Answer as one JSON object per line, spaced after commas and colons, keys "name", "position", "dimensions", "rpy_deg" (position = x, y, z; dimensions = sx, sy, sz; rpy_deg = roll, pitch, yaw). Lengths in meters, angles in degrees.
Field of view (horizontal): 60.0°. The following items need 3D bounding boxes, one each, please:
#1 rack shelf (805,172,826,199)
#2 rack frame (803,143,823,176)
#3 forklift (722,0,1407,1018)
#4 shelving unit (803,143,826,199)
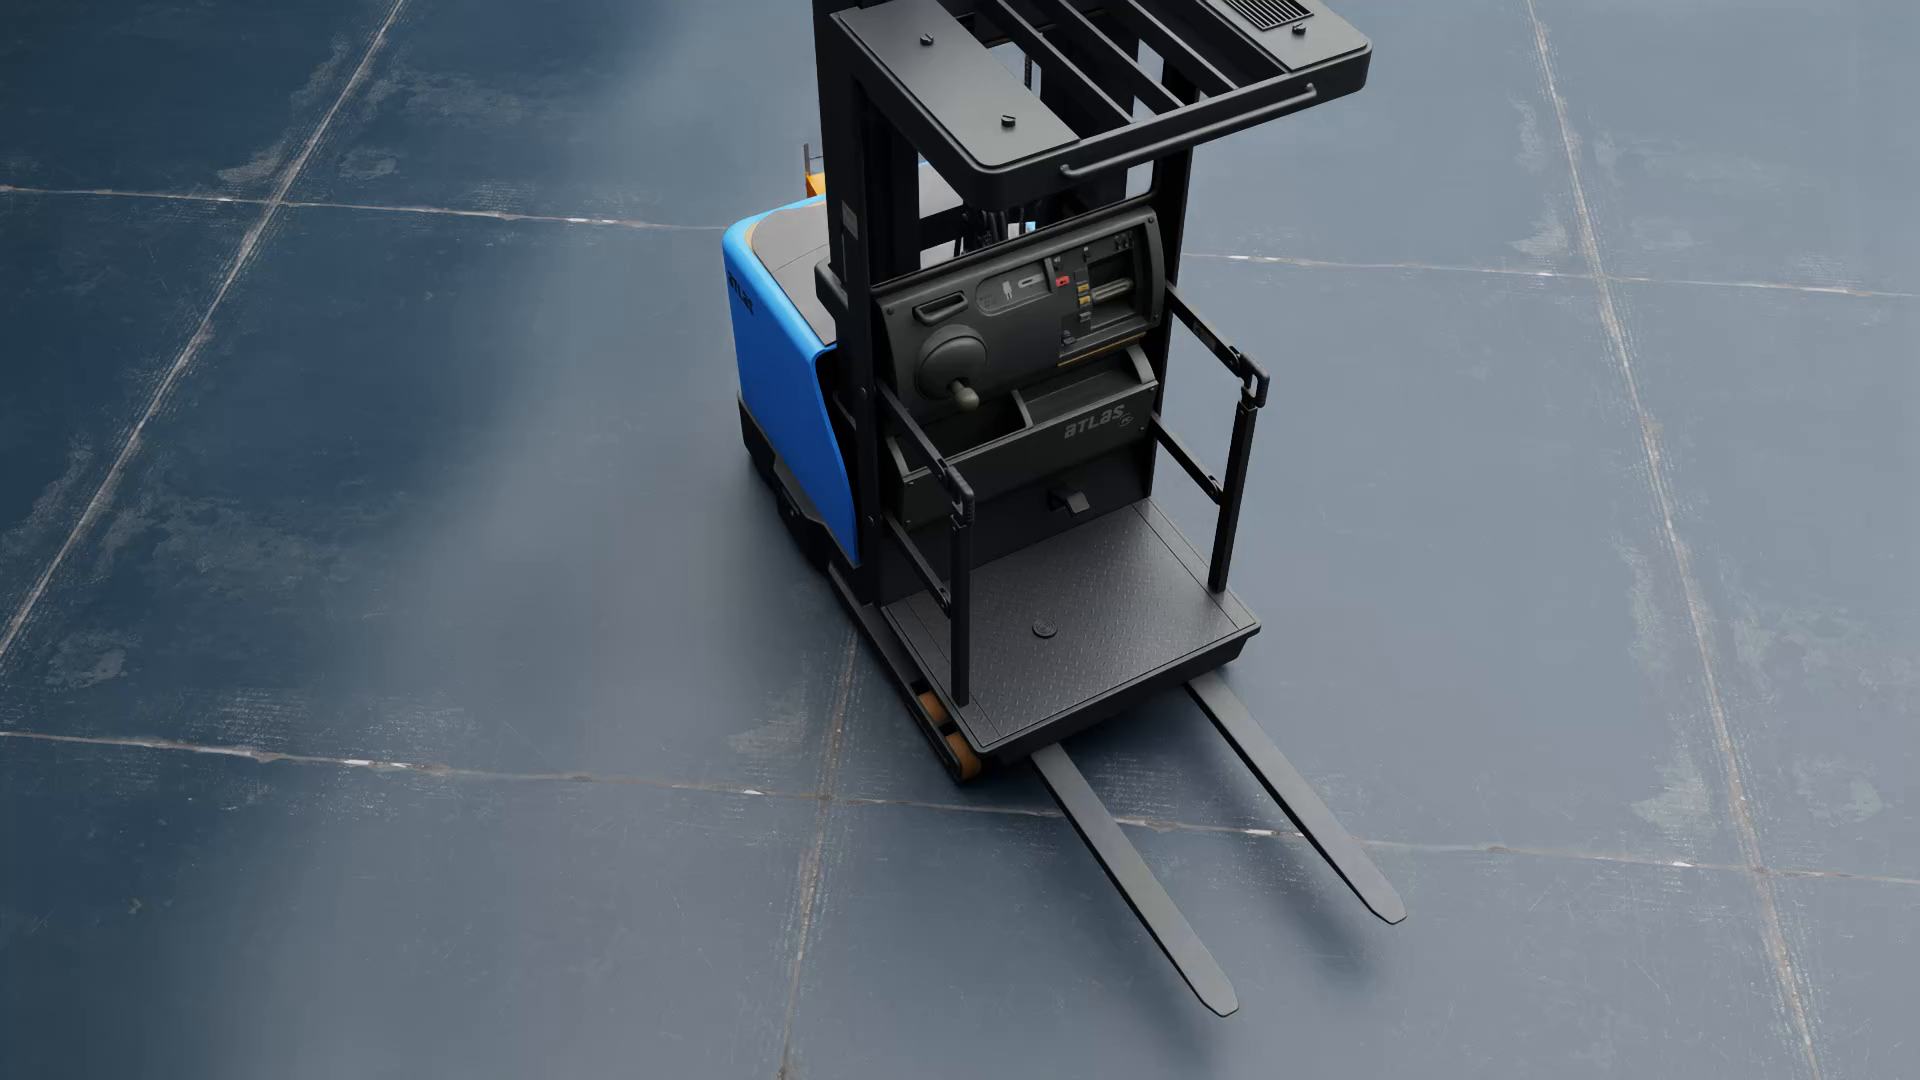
{"name": "rack shelf", "position": [-0.442, -1.244, 6.306], "dimensions": [0.215, 0.259, 0.240], "rpy_deg": [-17, 50, -15]}
{"name": "rack frame", "position": [-0.488, -1.143, 6.584], "dimensions": [0.200, 1.050, 0.008], "rpy_deg": [-17, 50, -15]}
{"name": "forklift", "position": [0.304, -0.582, 4.796], "dimensions": [1.130, 2.935, 3.031], "rpy_deg": [-22, 51, -19]}
{"name": "shelving unit", "position": [-0.442, -1.060, 6.508], "dimensions": [0.215, 1.050, 0.252], "rpy_deg": [-17, 50, -15]}
